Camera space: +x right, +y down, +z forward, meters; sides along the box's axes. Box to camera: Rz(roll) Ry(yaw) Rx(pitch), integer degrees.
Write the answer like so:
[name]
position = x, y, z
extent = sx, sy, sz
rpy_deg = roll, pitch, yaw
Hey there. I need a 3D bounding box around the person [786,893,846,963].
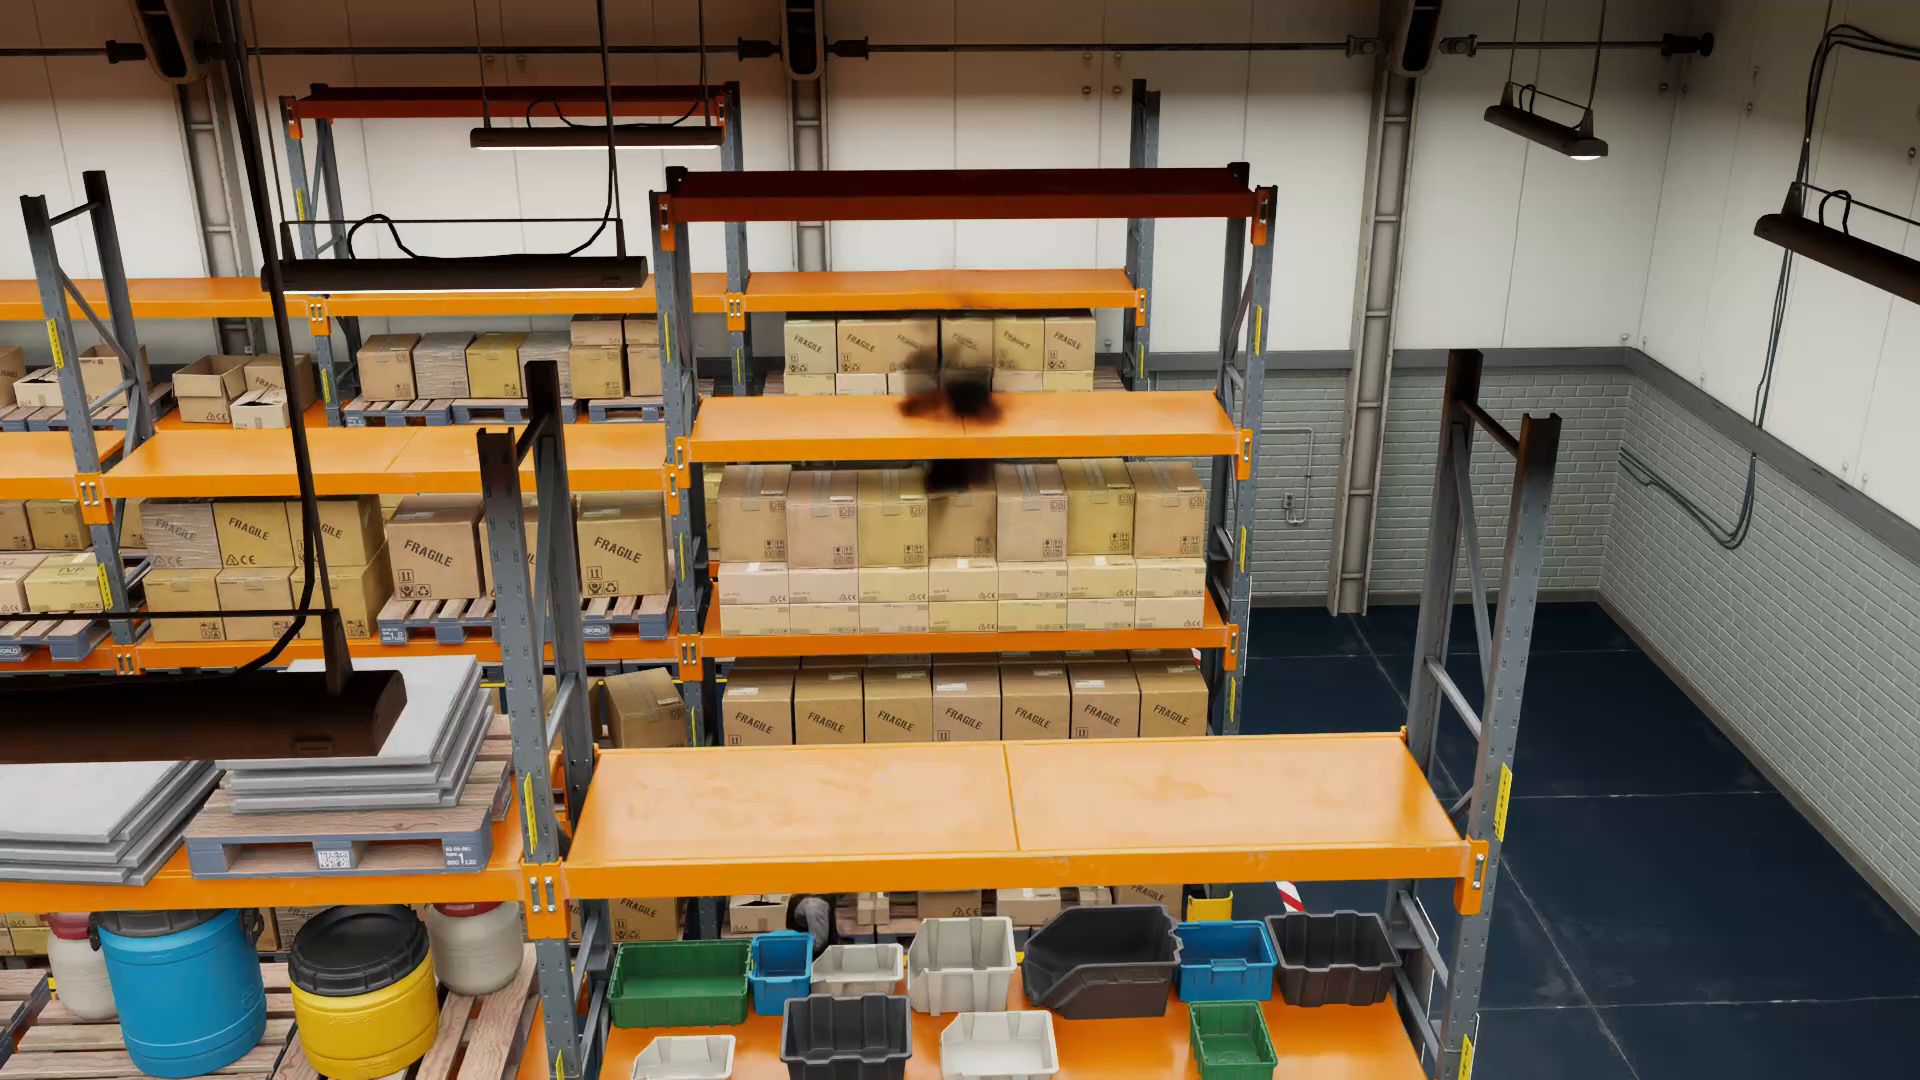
[person]
position = -0.964, 2.853, 11.488
extent = 0.801, 1.709, 0.662
rpy_deg = 0, 22, 0
